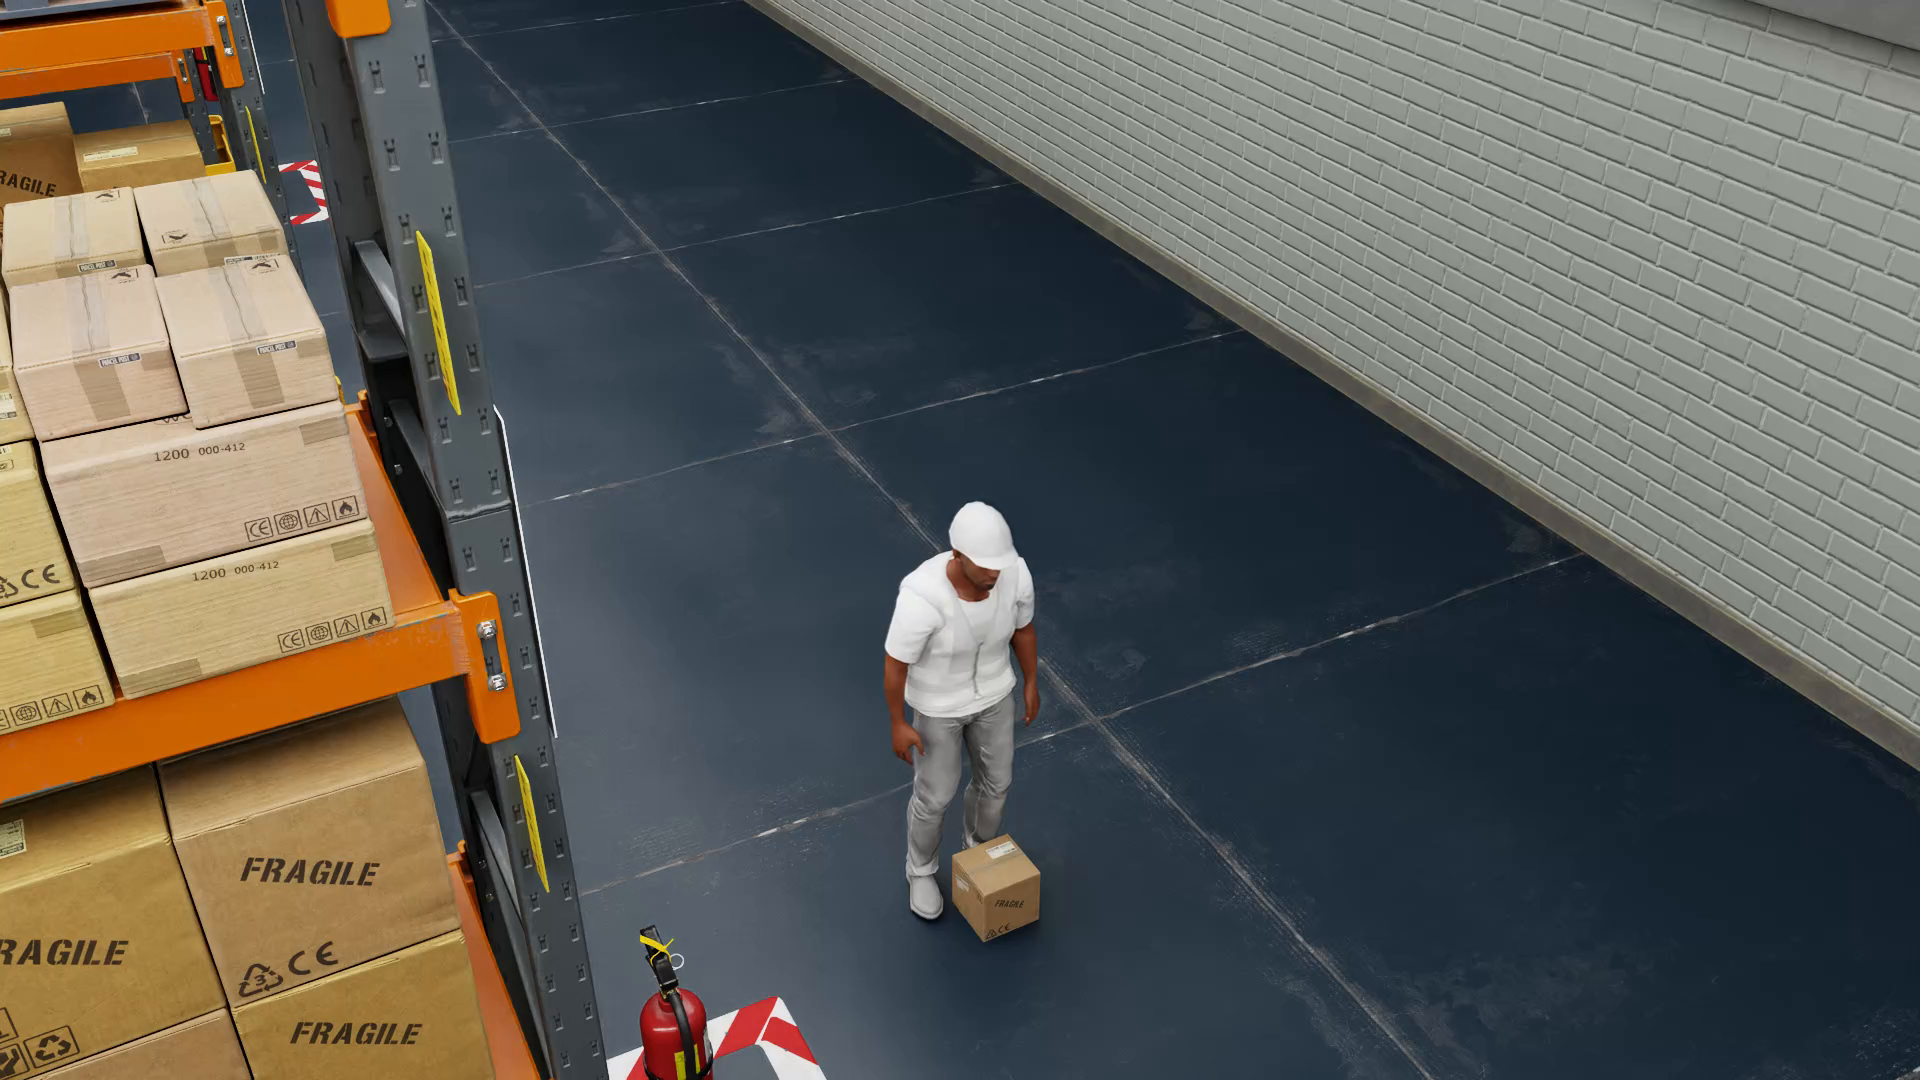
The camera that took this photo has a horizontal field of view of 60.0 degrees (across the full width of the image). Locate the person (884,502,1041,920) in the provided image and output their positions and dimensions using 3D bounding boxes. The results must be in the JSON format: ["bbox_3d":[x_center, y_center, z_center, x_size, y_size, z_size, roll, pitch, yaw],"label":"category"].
[{"bbox_3d":[0.024,0.606,6.184,0.629,1.761,0.462,-16,36,-23],"label":"person"}]
